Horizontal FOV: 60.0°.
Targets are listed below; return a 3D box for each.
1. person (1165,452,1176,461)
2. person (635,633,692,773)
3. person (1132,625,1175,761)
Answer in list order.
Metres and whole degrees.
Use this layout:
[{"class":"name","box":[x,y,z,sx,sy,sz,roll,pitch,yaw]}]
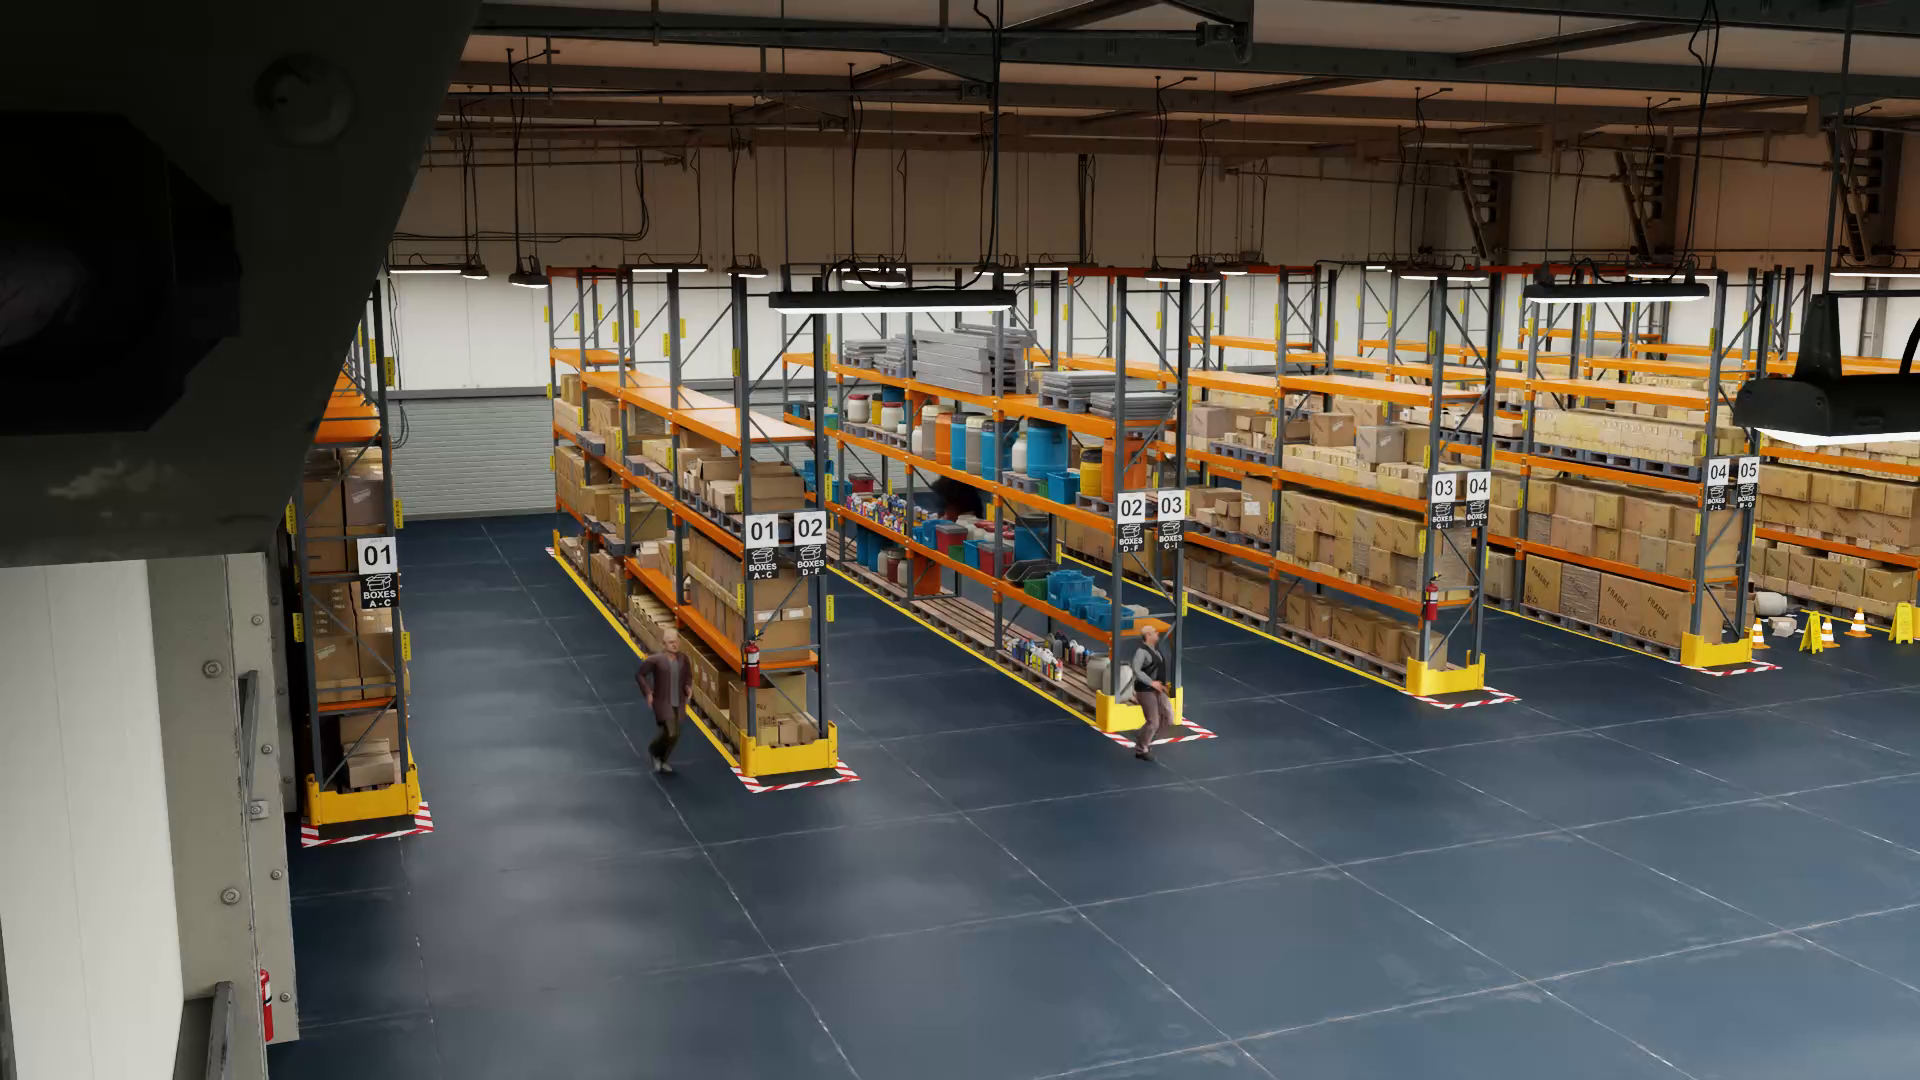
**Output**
[{"class":"person","box":[5.124,-1.695,41.464,0.838,1.686,0.843,-4,11,-24]},{"class":"person","box":[-3.522,1.991,20.236,0.681,1.727,0.645,-8,13,-40]},{"class":"person","box":[2.440,1.912,20.880,0.507,1.689,0.688,6,11,30]}]
